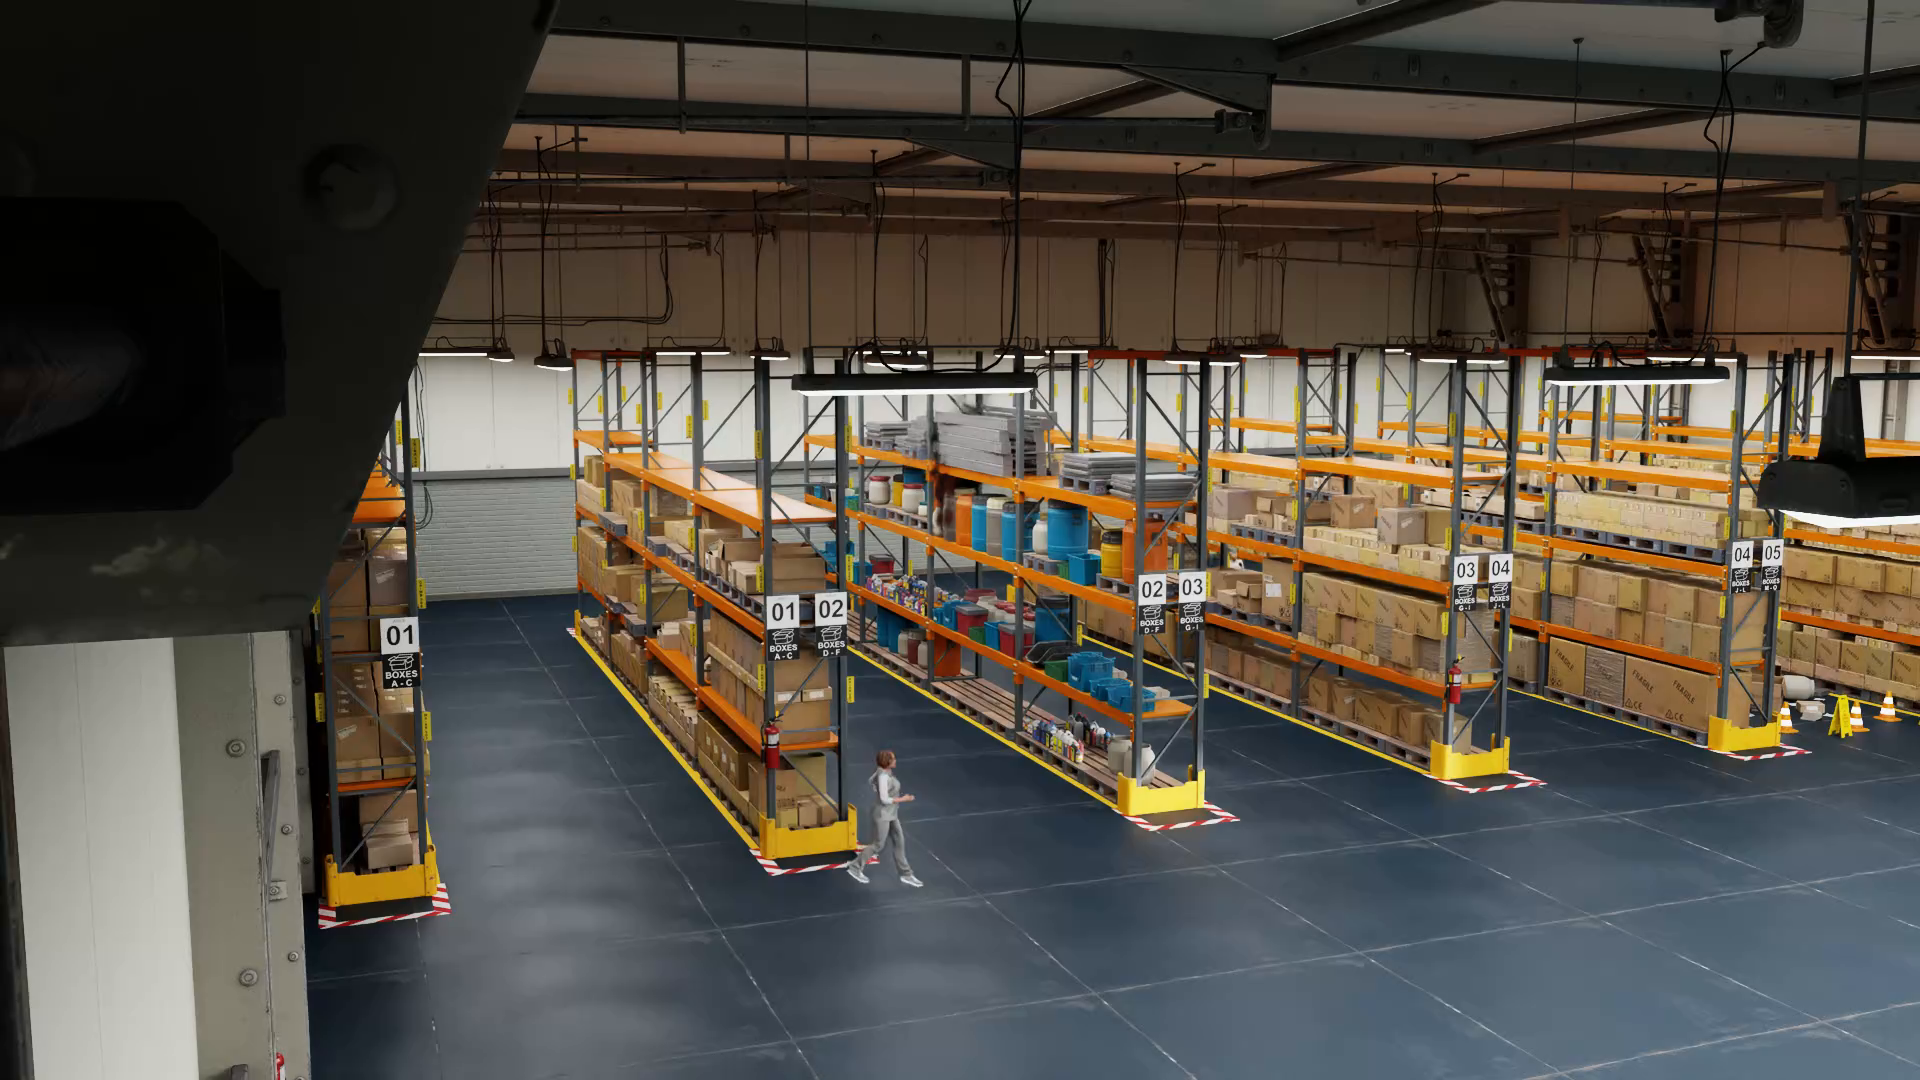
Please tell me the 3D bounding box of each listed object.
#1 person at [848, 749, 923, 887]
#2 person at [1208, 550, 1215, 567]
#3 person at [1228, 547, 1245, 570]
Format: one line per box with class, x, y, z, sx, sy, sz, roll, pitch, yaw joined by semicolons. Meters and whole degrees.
person;-0.856;3.168;18.931;0.854;1.608;0.550;1;7;7
person;6.234;0.324;41.646;0.657;1.756;0.731;1;7;7
person;6.016;0.976;36.560;0.618;1.668;0.511;-2;7;-15
